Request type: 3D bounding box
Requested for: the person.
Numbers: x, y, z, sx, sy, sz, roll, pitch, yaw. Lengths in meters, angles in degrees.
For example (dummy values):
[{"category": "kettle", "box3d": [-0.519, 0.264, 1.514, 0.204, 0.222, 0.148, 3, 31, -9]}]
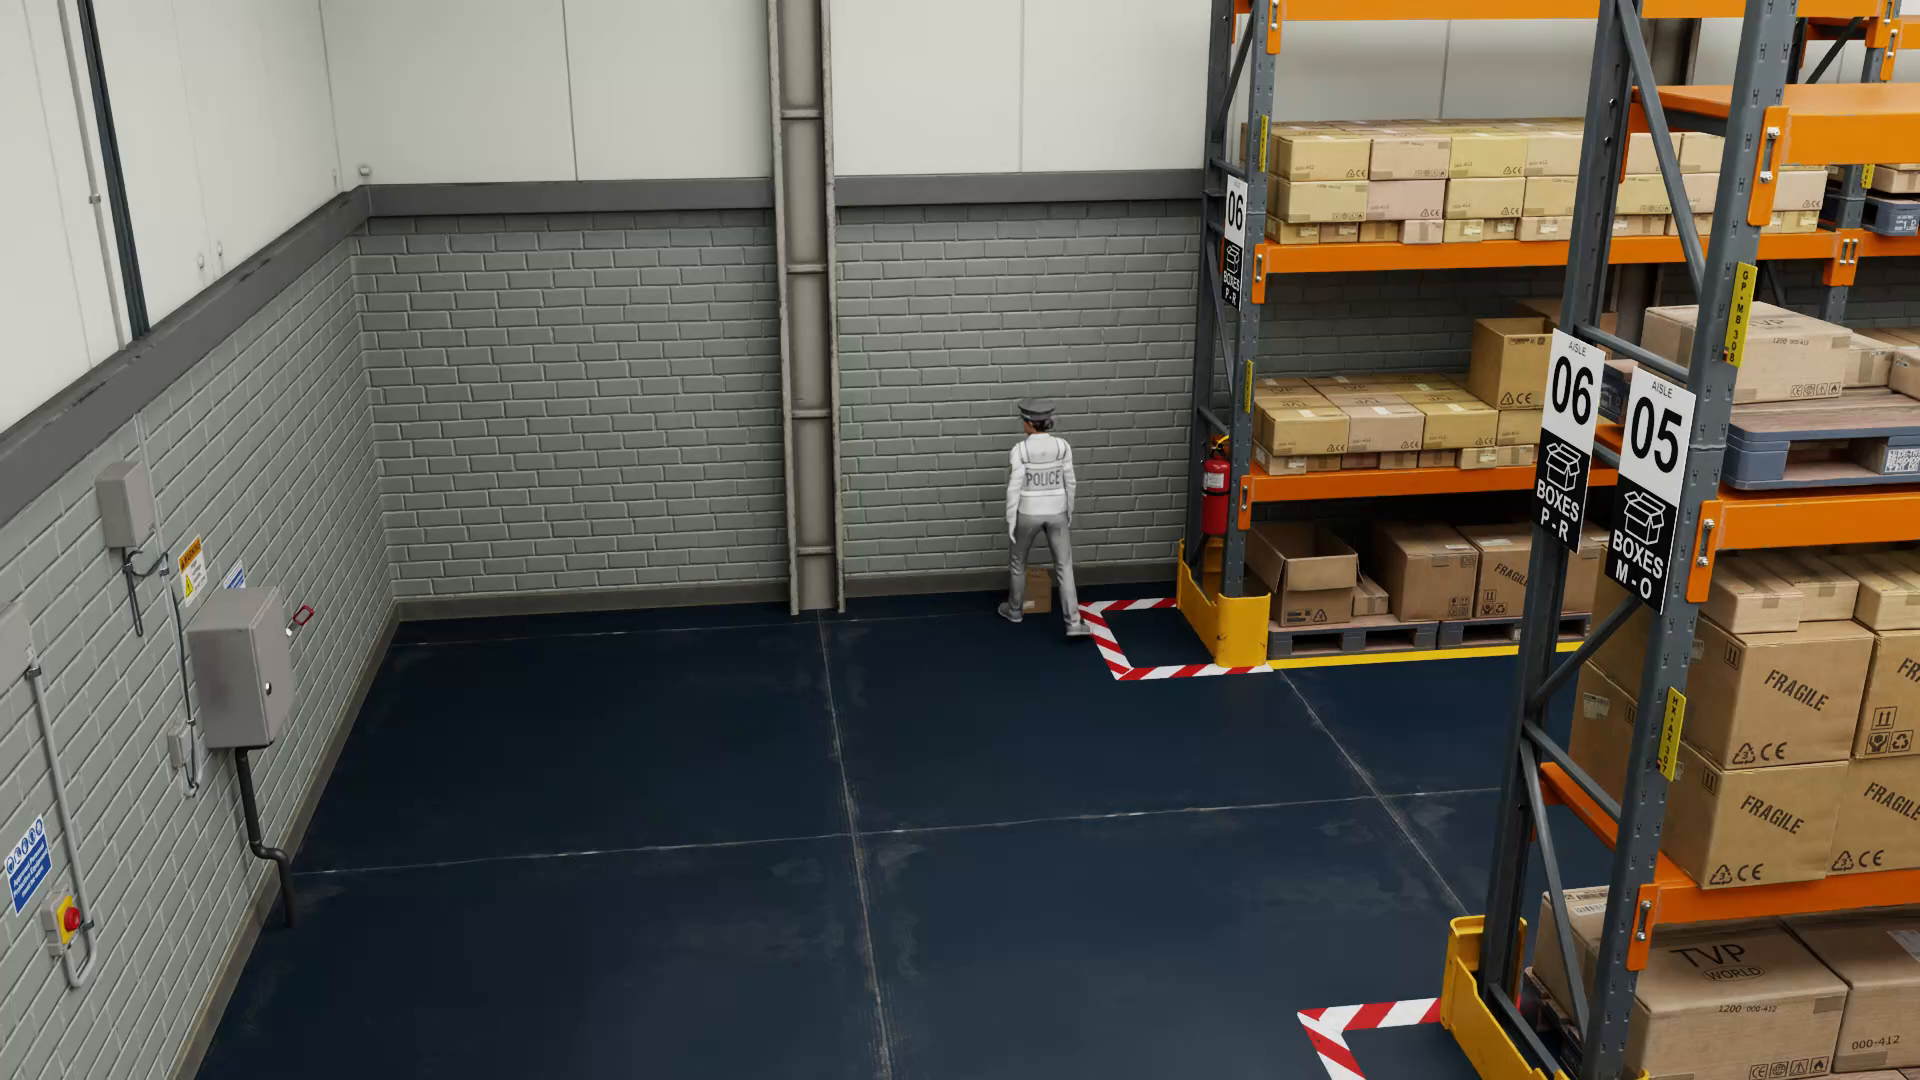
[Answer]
[{"category": "person", "box3d": [0.597, -0.158, 11.514, 0.585, 1.648, 0.725, -3, 20, -9]}]
